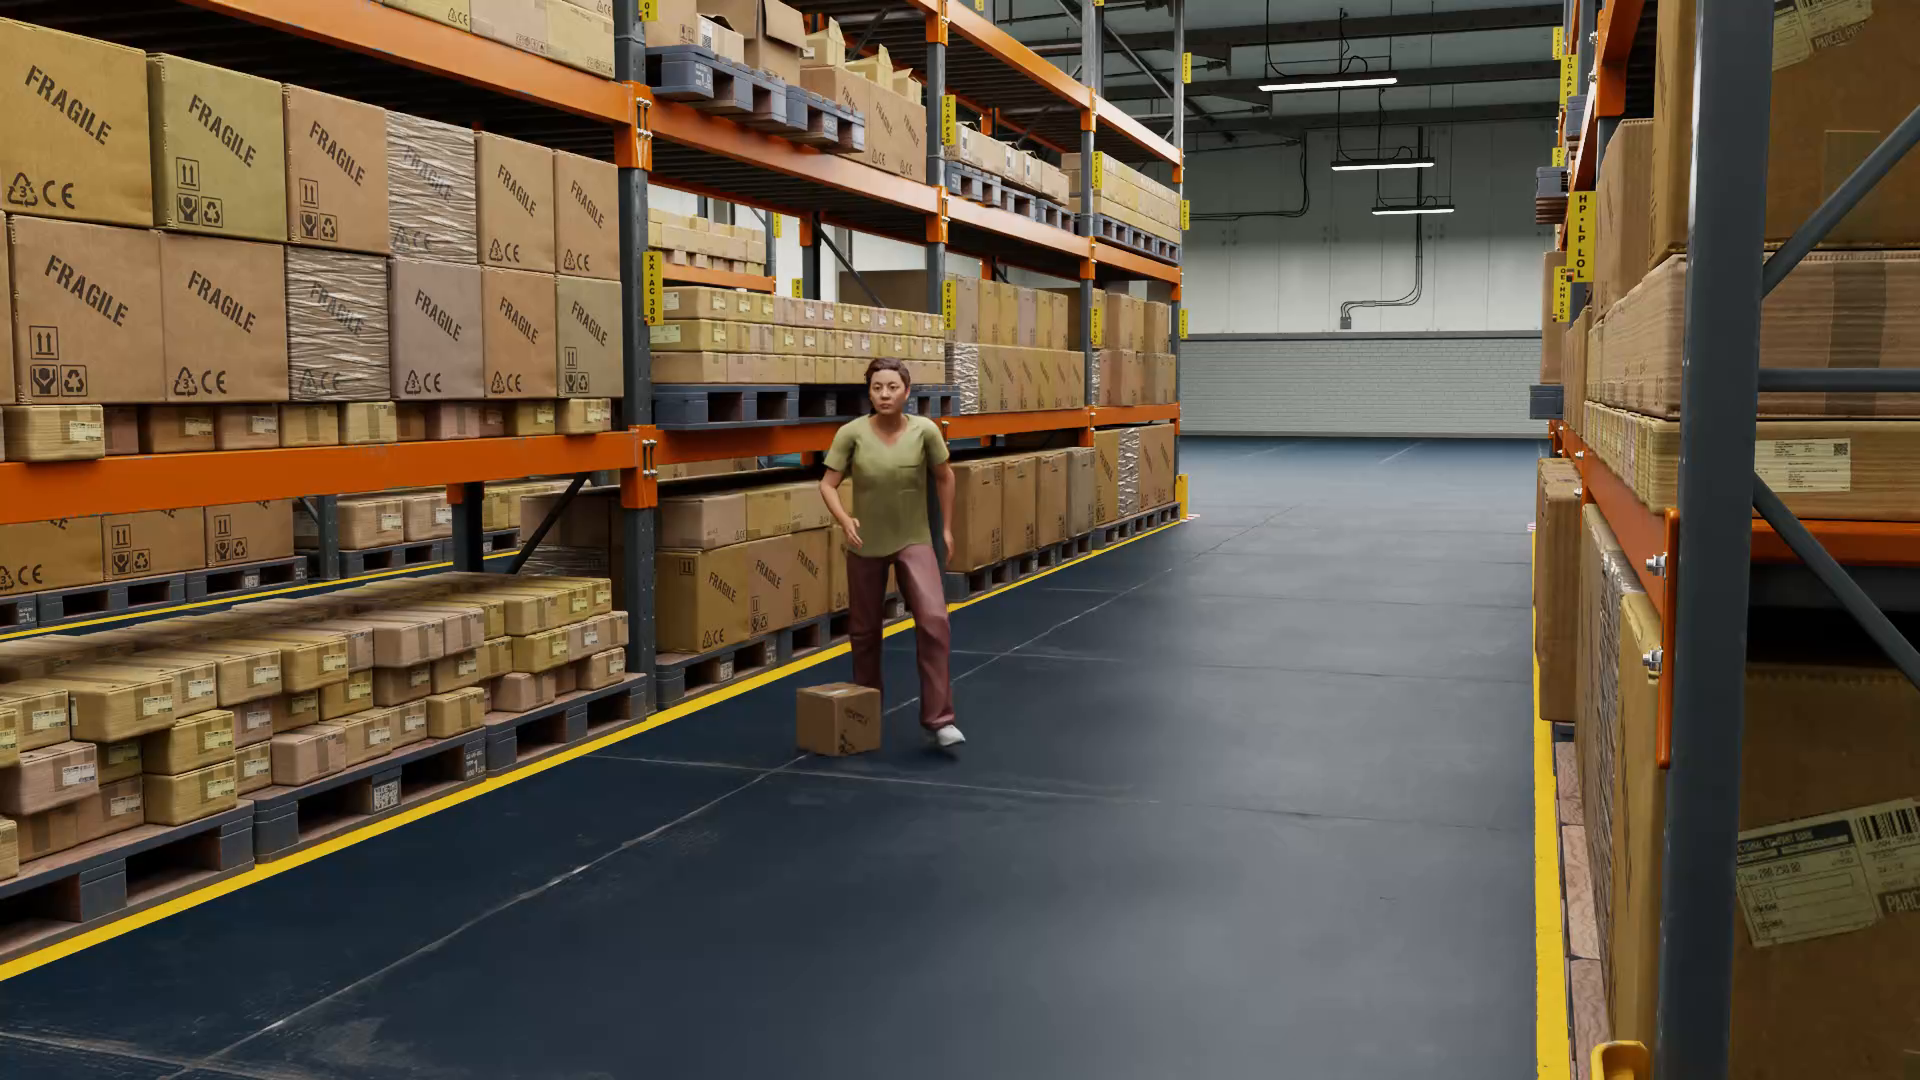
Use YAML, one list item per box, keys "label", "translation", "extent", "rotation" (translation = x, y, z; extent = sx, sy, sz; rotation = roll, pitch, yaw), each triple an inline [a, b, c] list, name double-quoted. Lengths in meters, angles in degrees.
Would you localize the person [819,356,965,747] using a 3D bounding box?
- label: "person"
  translation: [-0.277, 0.032, 7.027]
  extent: [0.612, 1.605, 0.814]
  rotation: [0, 5, 1]
